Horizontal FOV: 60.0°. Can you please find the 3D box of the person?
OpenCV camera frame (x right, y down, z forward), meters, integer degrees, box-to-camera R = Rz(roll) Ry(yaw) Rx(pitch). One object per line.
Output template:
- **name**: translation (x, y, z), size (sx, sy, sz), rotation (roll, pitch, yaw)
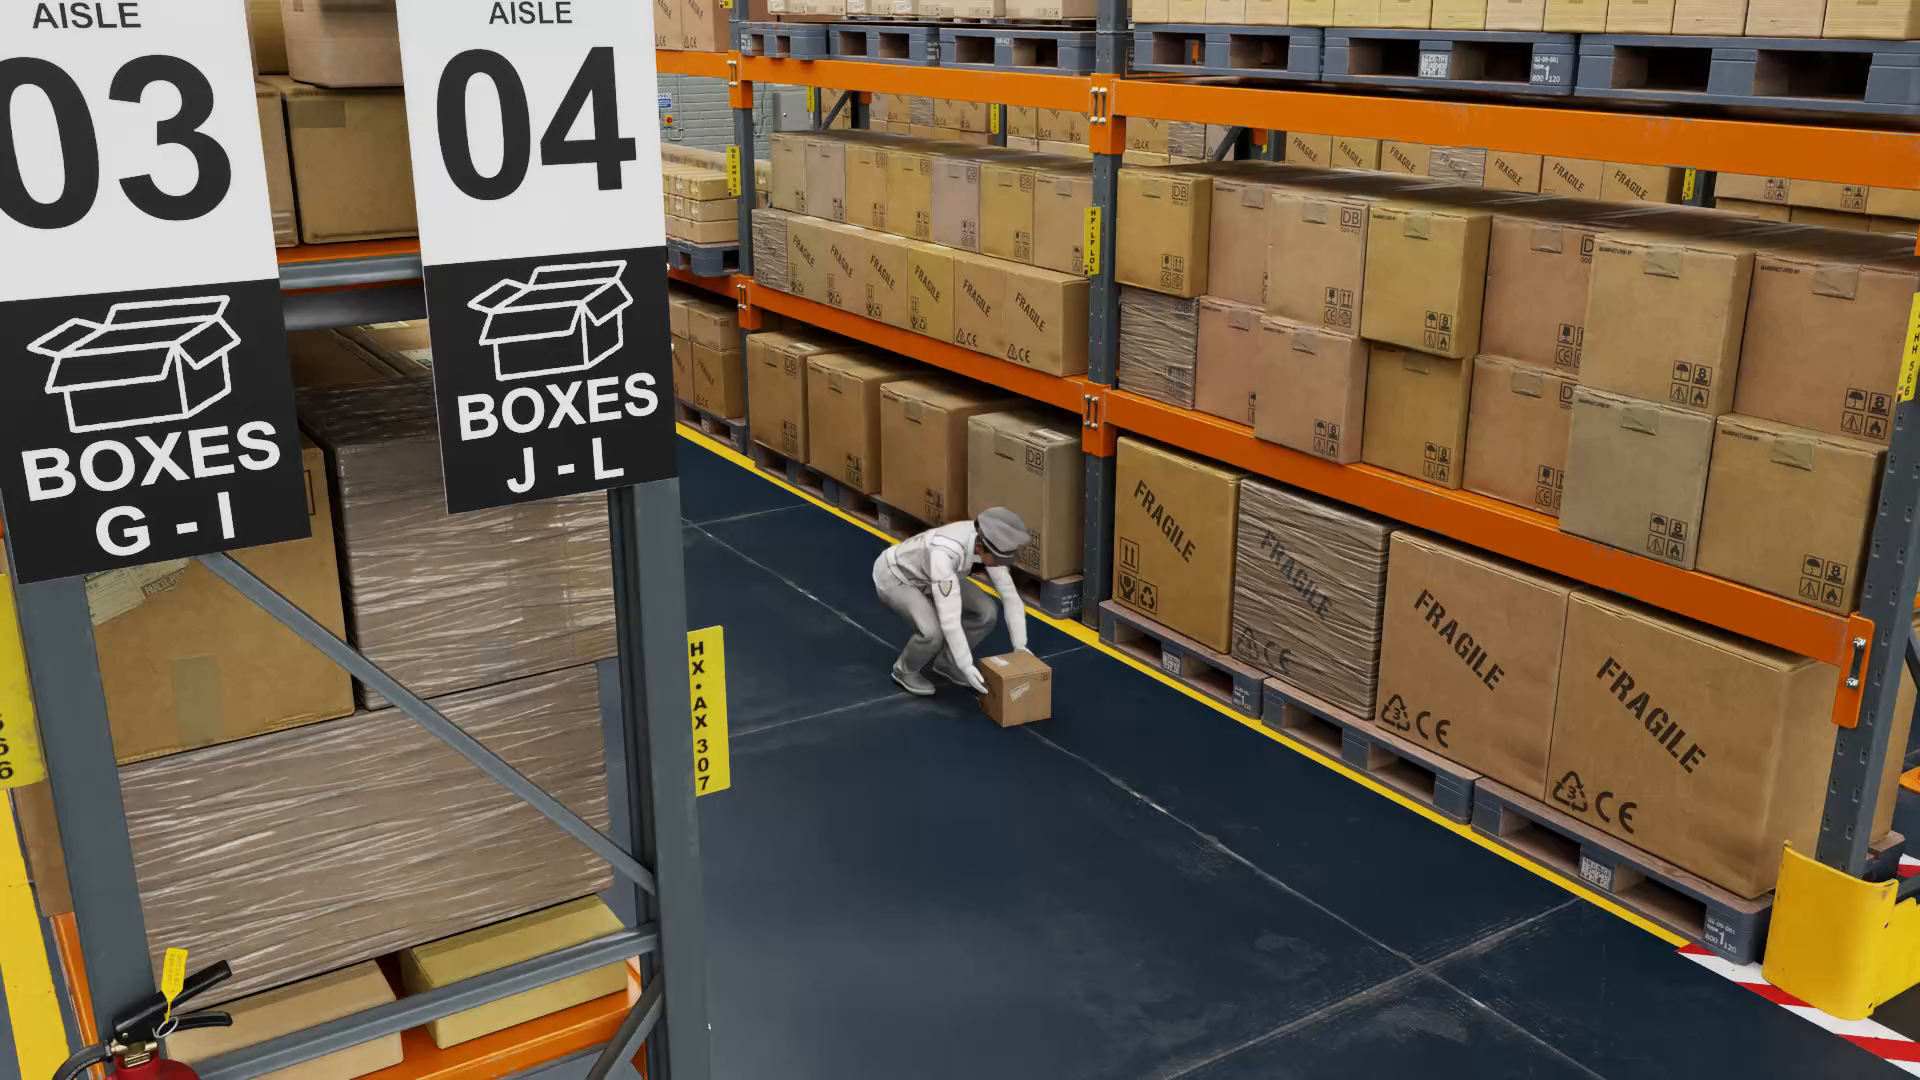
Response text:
- **person**: translation (-0.028, 0.260, 7.901), size (0.499, 0.961, 0.849), rotation (-15, 23, -38)
